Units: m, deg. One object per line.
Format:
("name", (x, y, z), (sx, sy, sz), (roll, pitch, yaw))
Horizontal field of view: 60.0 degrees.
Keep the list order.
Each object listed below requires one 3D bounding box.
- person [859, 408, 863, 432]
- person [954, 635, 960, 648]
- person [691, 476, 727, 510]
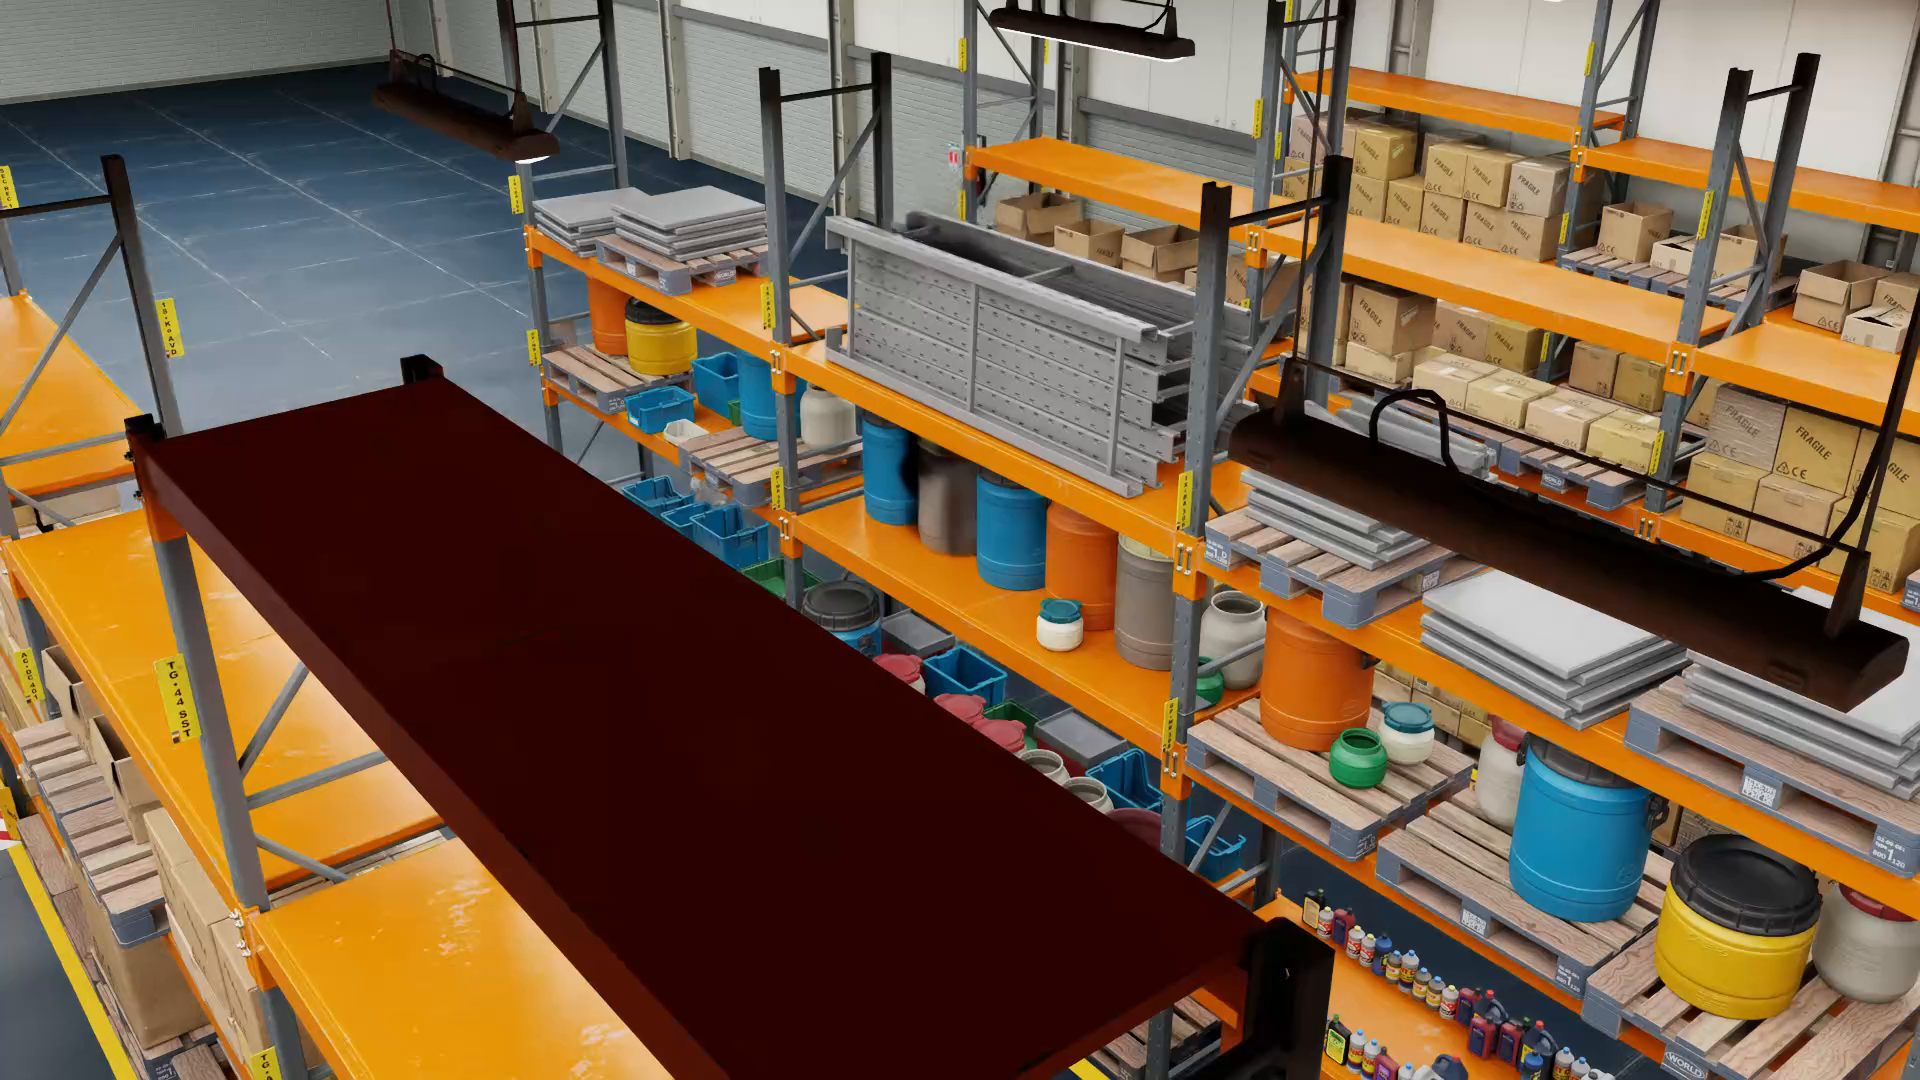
("person", (-0.936, -1.721, 19.971), (0.763, 1.646, 0.624), (-5, 26, -10))
("person", (-0.076, 0.676, 14.786), (0.989, 1.768, 0.662), (22, 33, 37))
("person", (-2.623, -0.453, 17.461), (0.520, 1.561, 0.523), (22, 34, 38))
